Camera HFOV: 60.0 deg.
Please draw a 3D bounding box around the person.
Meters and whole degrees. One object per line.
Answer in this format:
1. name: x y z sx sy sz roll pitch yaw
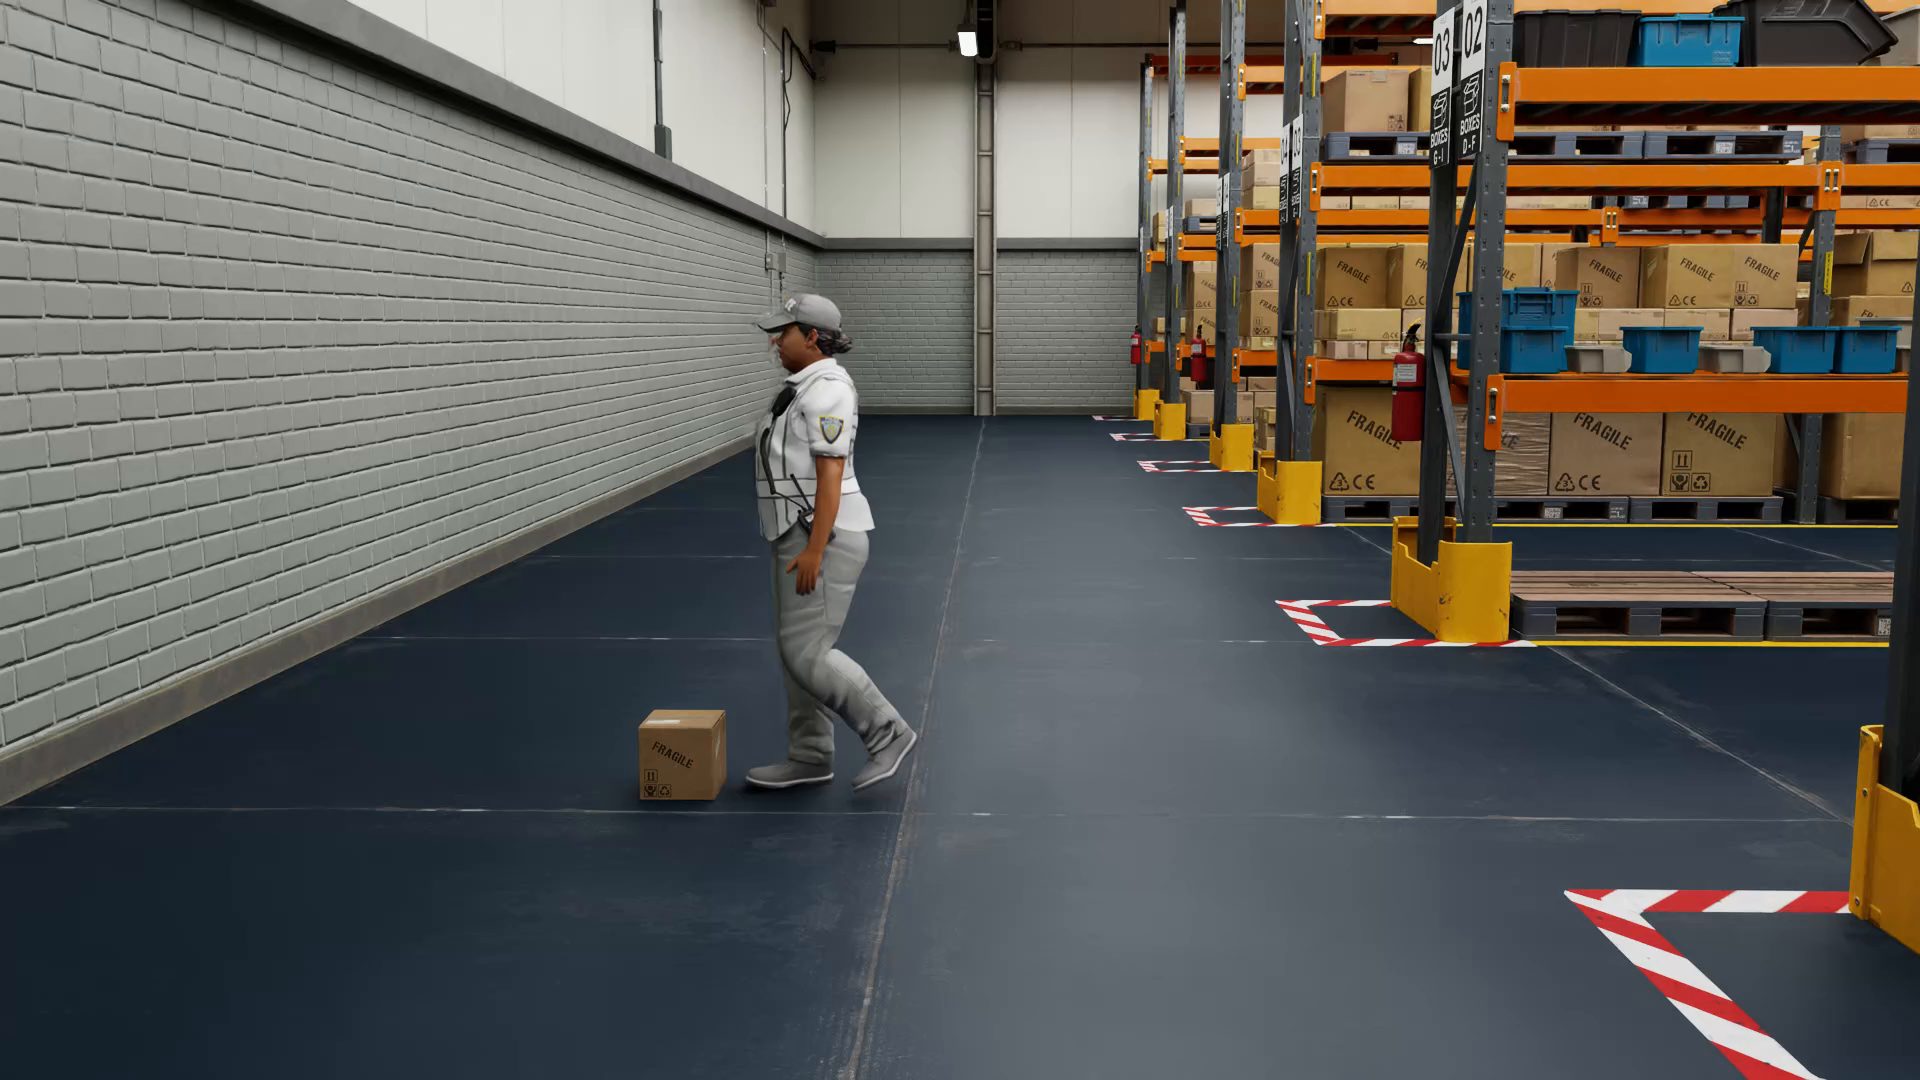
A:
1. person: -0.439 0.015 5.558 0.559 1.662 0.492 -2 8 -15
